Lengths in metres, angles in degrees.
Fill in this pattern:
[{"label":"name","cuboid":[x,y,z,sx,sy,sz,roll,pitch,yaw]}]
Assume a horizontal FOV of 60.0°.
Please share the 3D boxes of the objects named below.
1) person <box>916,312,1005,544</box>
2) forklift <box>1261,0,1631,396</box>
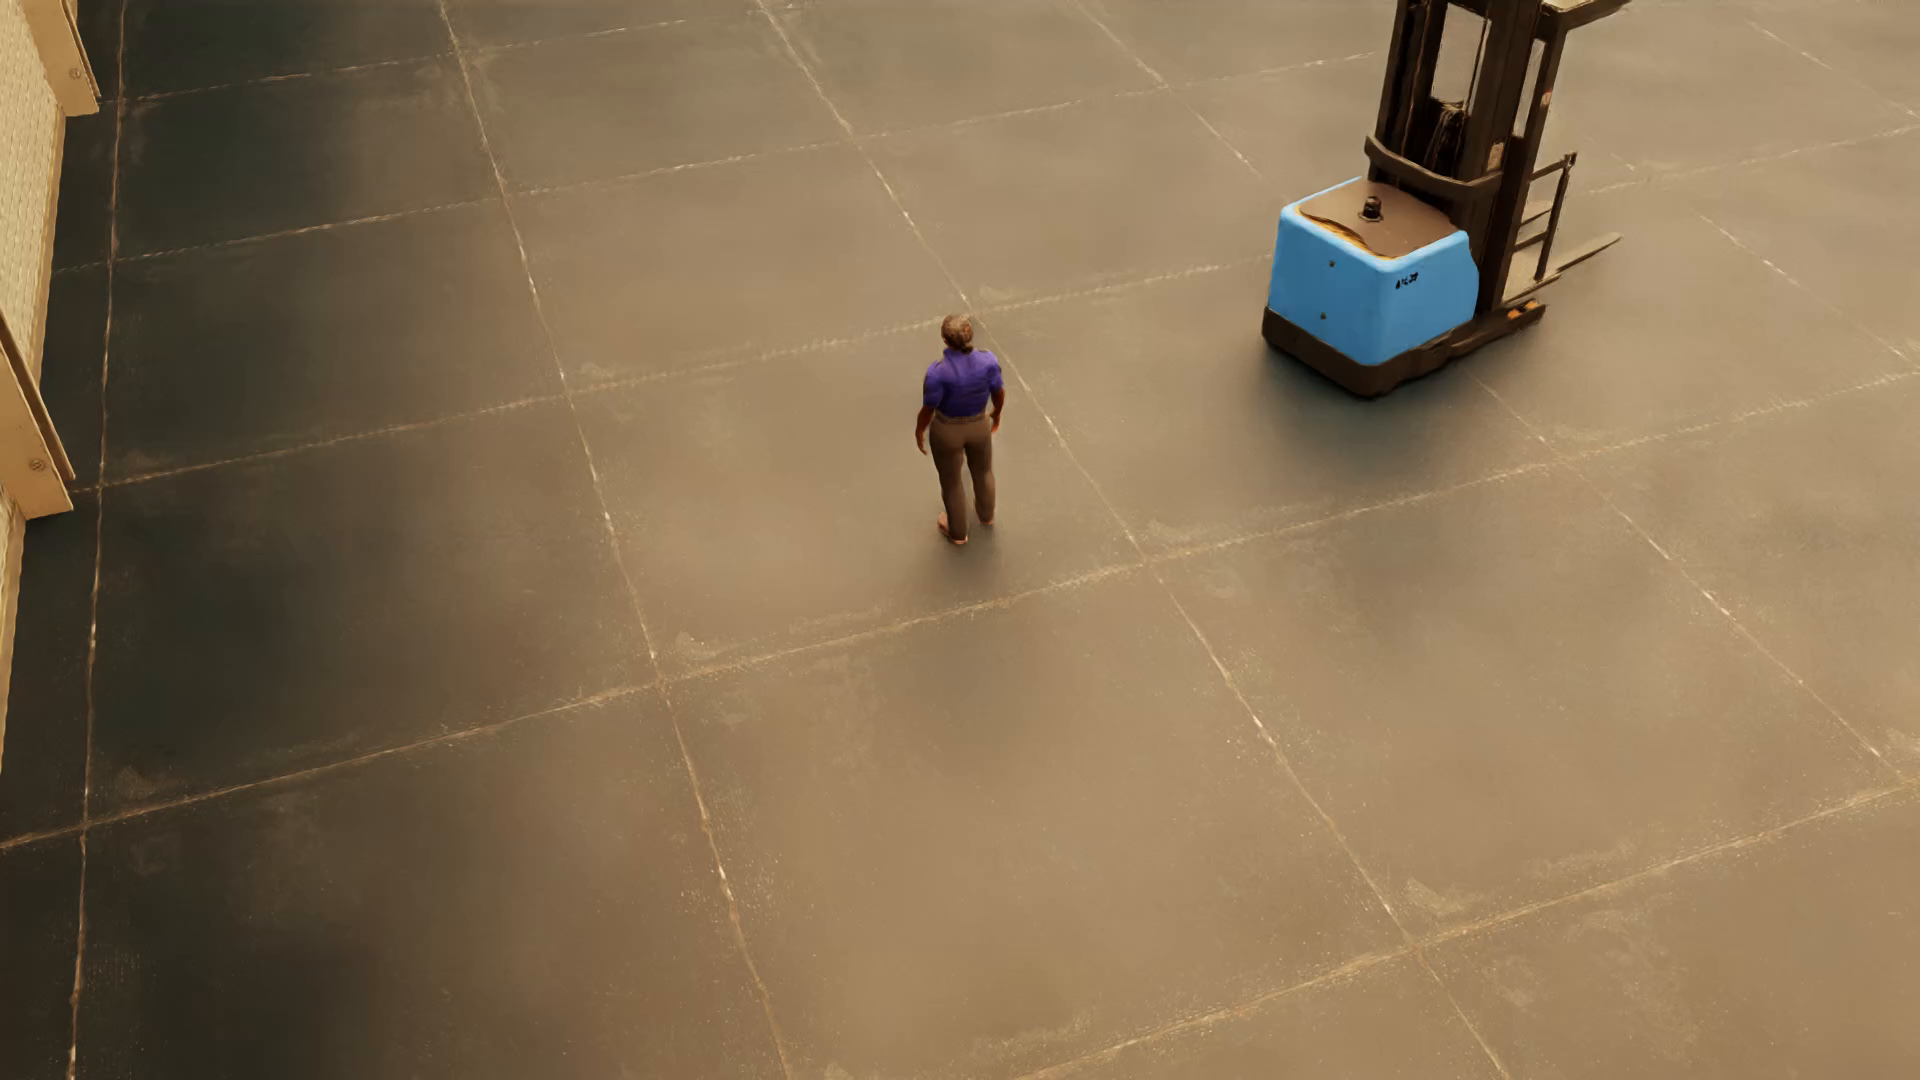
[{"label":"person","cuboid":[-0.012,-0.696,9.808,0.570,1.654,0.503,-13,42,-15]},{"label":"forklift","cuboid":[3.649,-2.875,11.420,3.031,2.935,1.130,-25,46,-27]}]
